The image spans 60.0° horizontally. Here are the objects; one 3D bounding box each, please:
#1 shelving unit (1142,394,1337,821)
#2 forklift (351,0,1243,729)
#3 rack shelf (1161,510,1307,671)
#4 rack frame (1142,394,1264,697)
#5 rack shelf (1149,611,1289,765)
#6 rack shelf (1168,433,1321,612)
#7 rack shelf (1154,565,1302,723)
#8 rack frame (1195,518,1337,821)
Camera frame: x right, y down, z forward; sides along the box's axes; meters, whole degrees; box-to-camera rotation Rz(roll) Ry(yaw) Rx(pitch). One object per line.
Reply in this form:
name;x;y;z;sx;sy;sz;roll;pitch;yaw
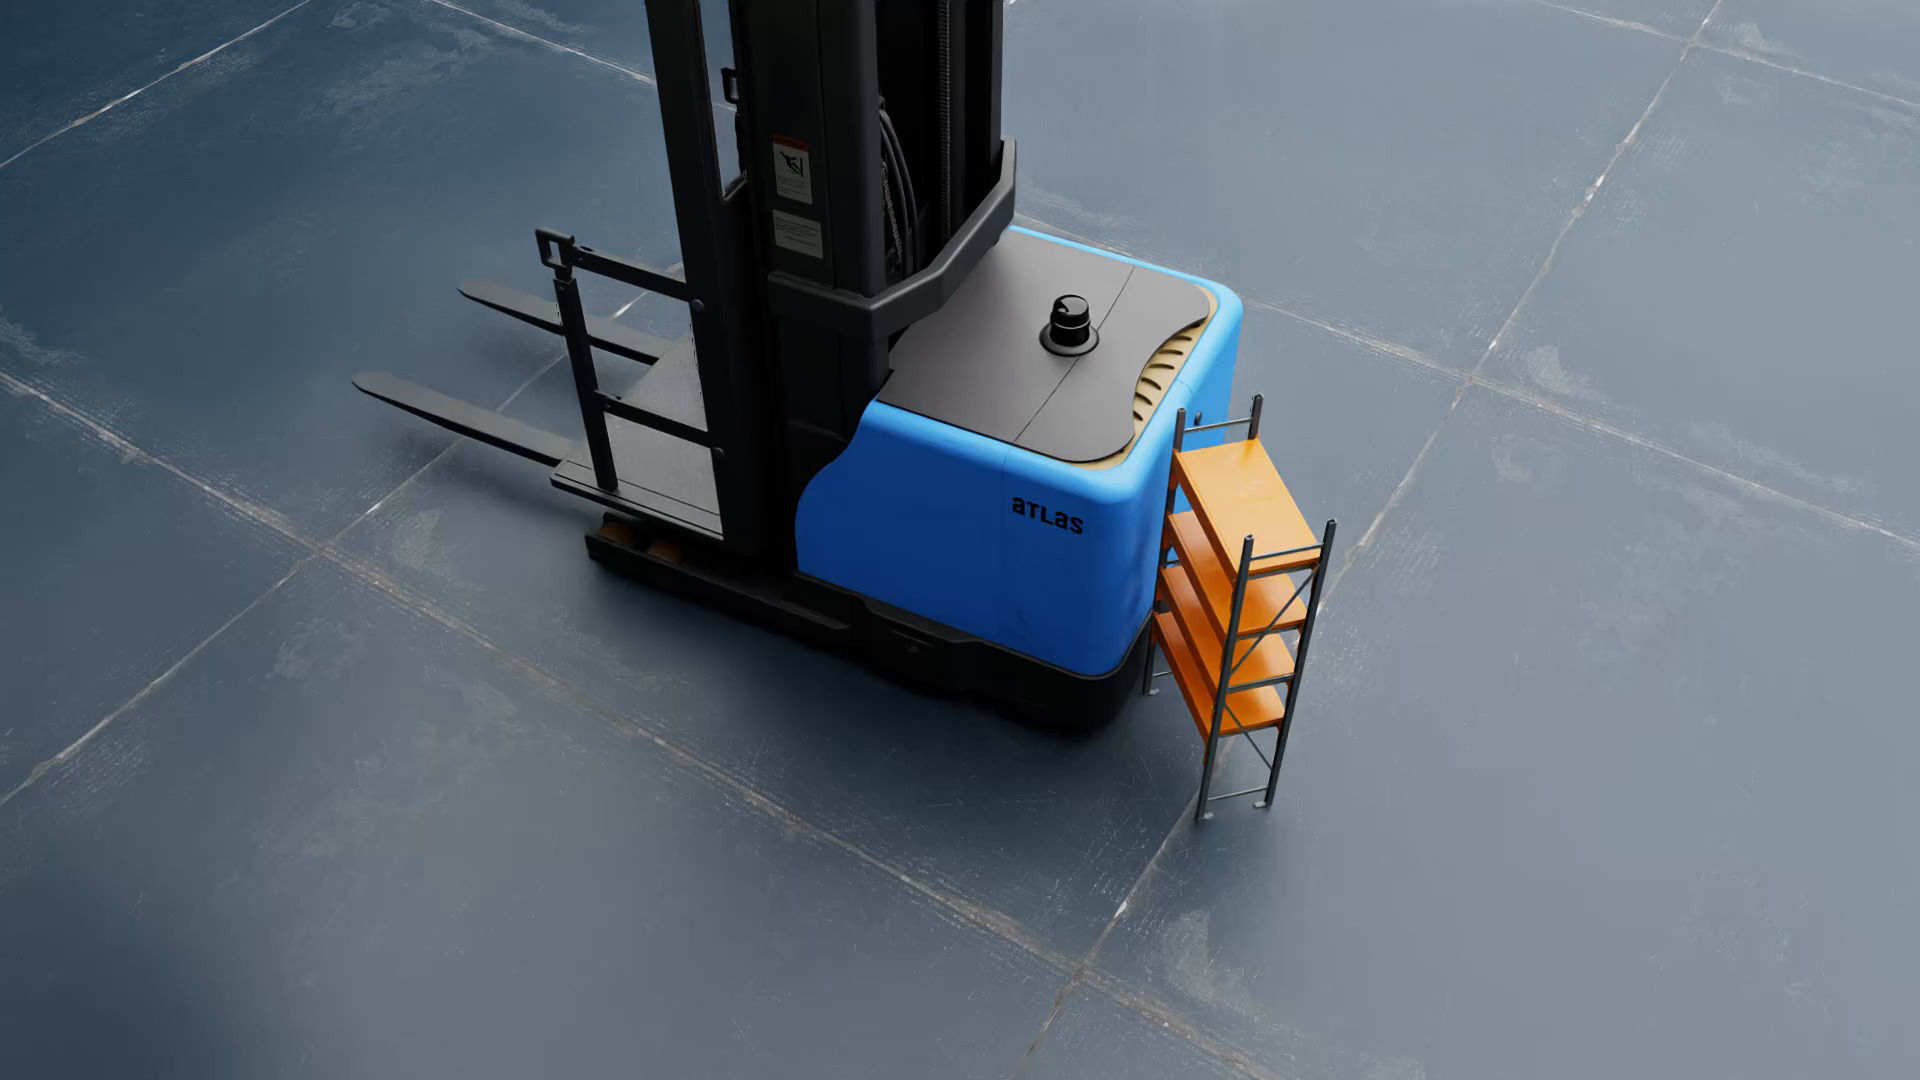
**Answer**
shelving unit;0.757;0.221;4.699;0.258;1.200;0.503;-11;47;-10
forklift;-0.691;-1.180;4.853;3.031;2.935;1.130;19;49;18
rack shelf;0.757;0.112;4.586;0.258;0.148;0.480;-11;47;-10
rack frame;0.695;0.052;4.863;0.240;1.200;0.015;-11;47;-10
rack shelf;0.757;0.406;4.889;0.258;0.148;0.480;-11;47;-10
rack shelf;0.757;-0.053;4.417;0.258;0.148;0.480;-11;47;-10
rack shelf;0.757;0.268;4.747;0.258;0.148;0.480;-11;47;-10
rack frame;0.818;0.390;4.534;0.240;1.200;0.015;-11;47;-10
